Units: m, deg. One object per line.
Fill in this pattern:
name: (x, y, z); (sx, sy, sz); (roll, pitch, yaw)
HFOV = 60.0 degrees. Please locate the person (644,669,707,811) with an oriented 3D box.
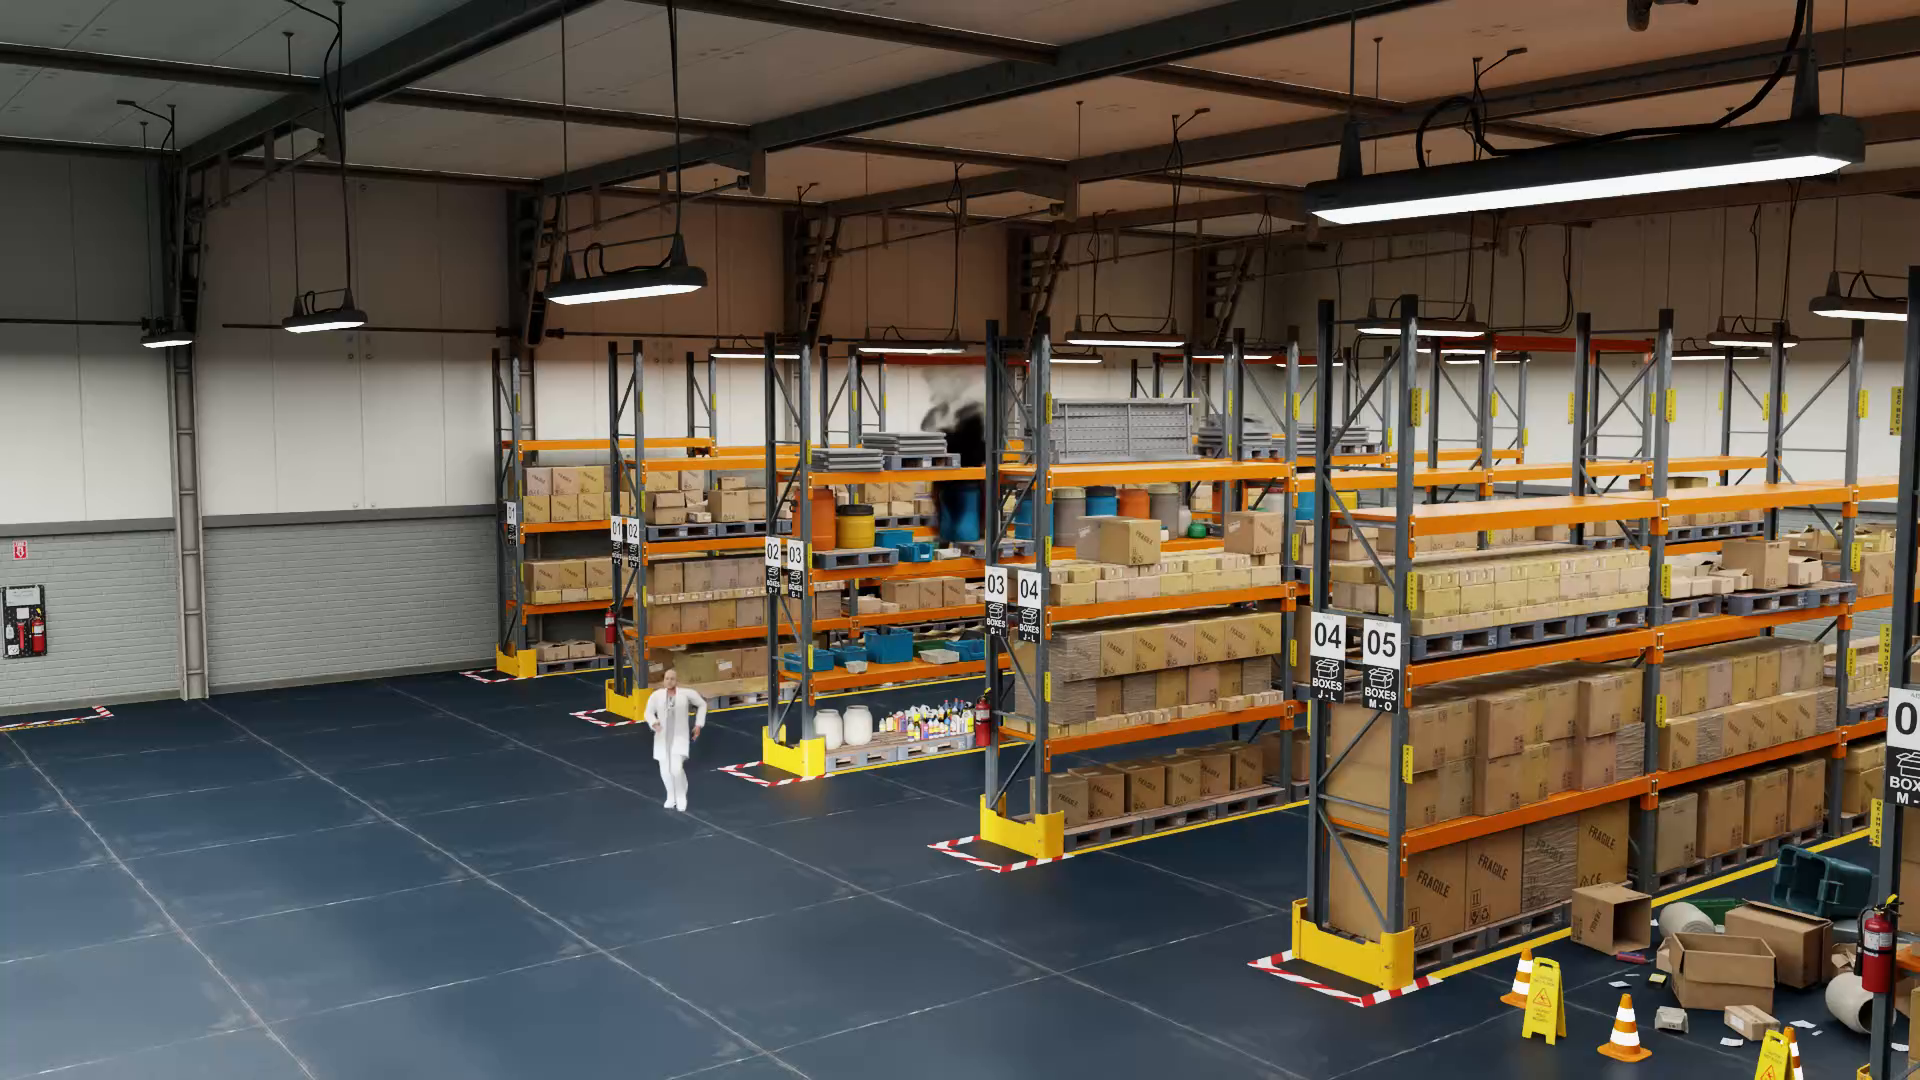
person: (-3.547, 2.492, 20.585); (0.735, 1.787, 0.736); (0, 5, 4)
